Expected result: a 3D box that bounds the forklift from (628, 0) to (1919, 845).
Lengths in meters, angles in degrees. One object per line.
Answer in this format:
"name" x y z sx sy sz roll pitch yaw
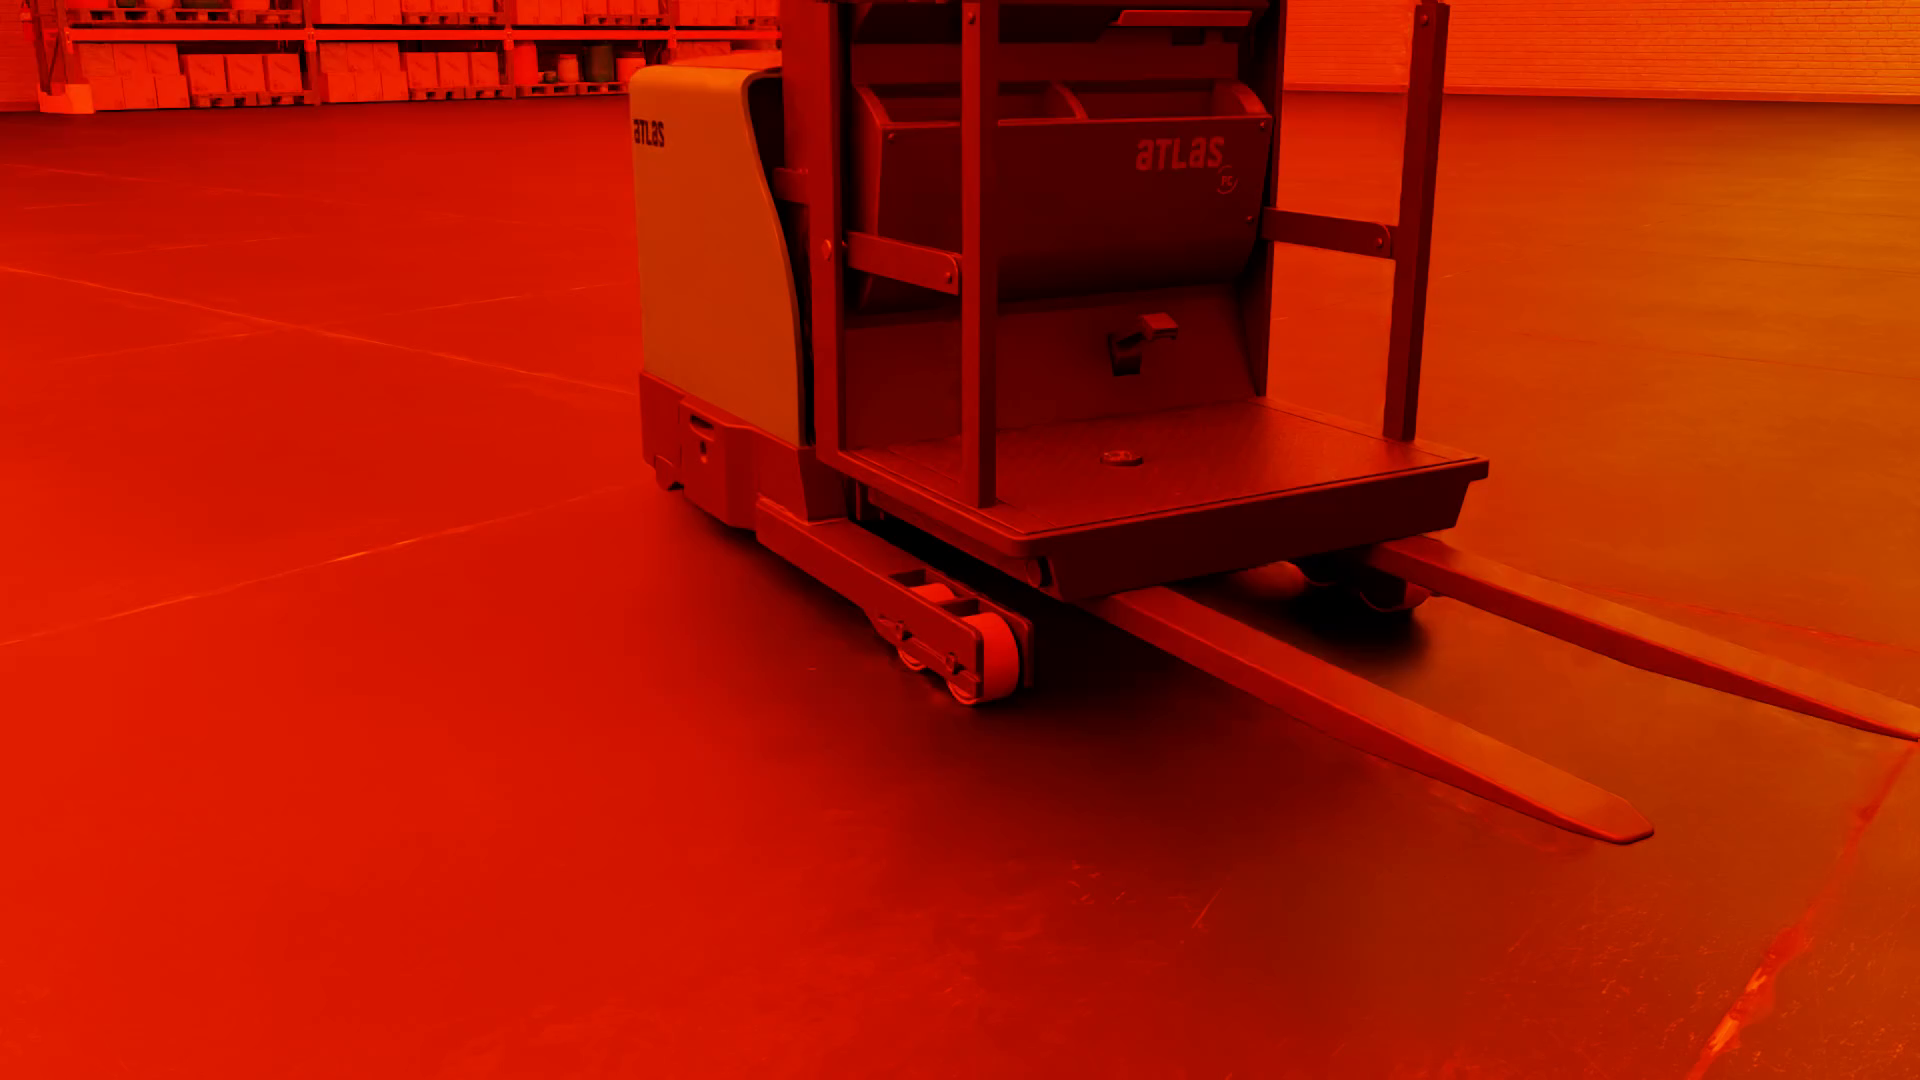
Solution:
"forklift" 0.329 -1.258 3.041 1.130 2.935 3.031 -9 19 -28
